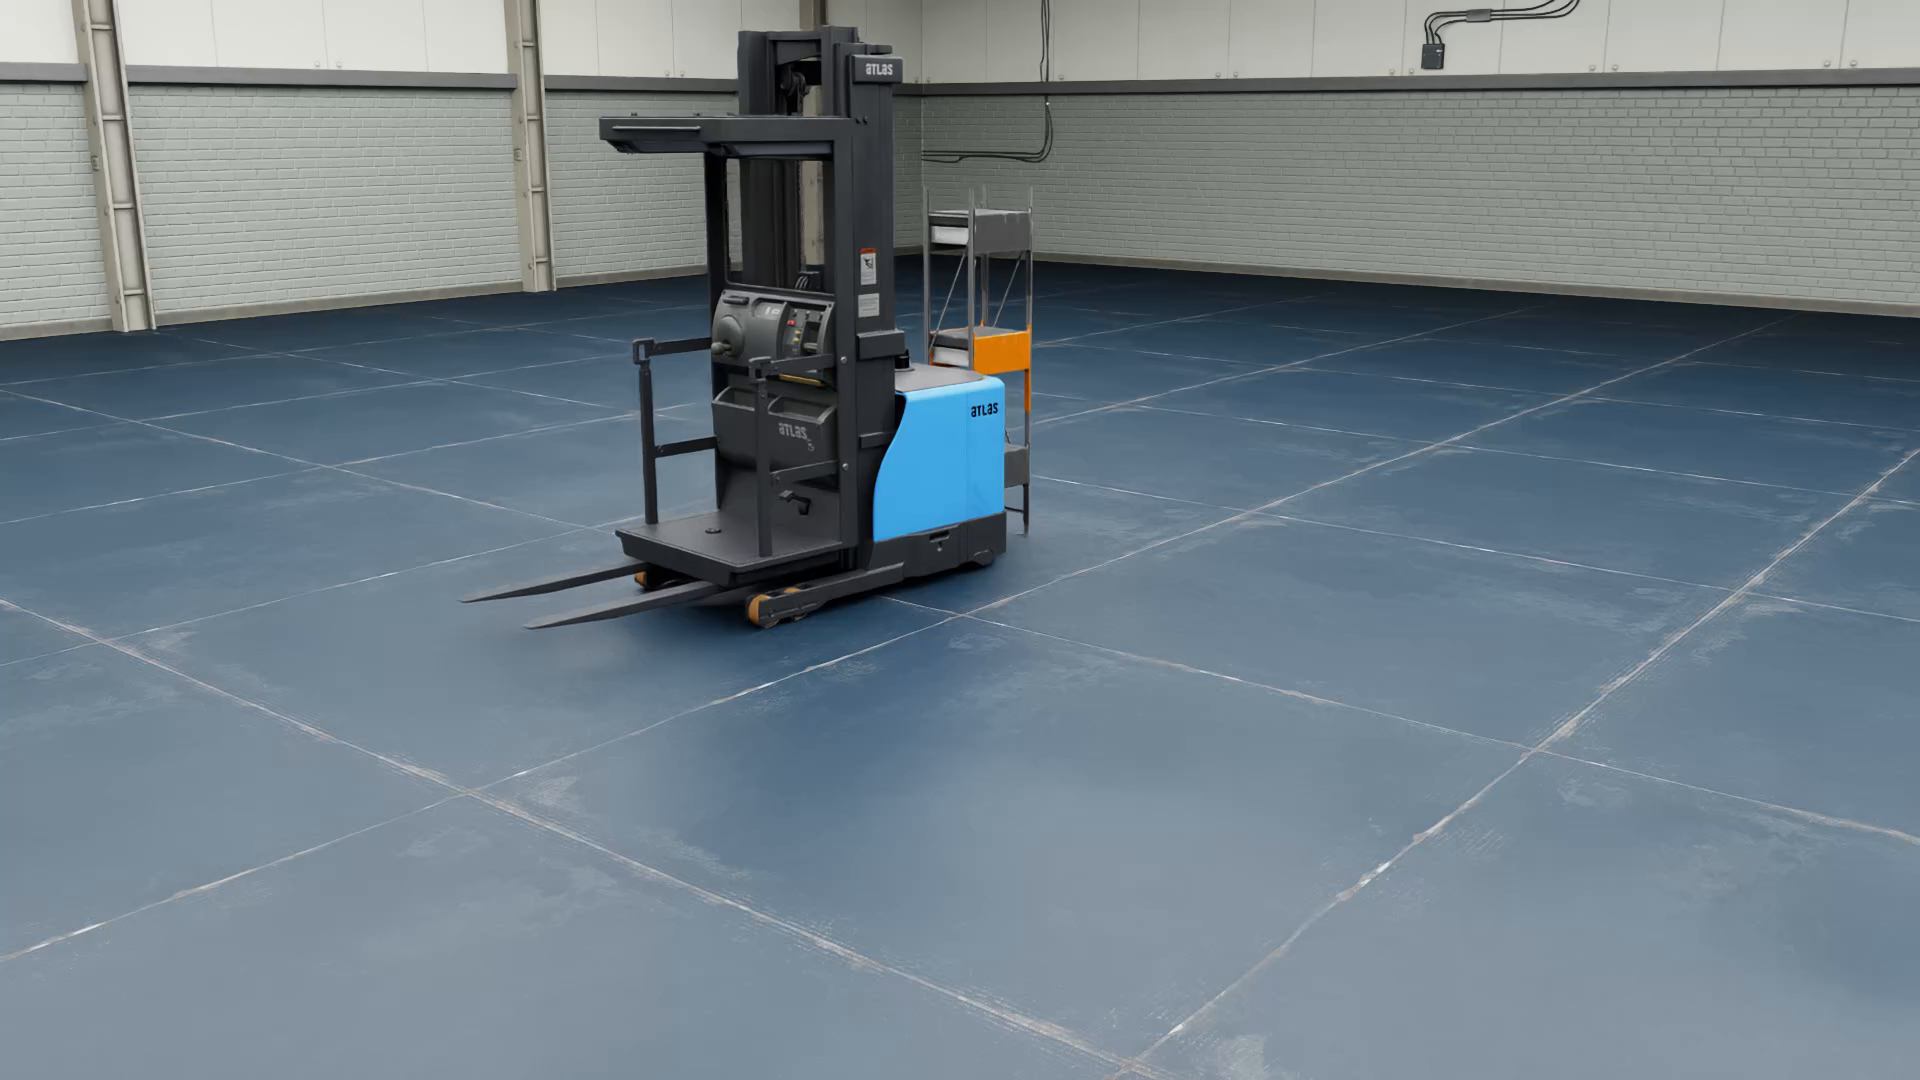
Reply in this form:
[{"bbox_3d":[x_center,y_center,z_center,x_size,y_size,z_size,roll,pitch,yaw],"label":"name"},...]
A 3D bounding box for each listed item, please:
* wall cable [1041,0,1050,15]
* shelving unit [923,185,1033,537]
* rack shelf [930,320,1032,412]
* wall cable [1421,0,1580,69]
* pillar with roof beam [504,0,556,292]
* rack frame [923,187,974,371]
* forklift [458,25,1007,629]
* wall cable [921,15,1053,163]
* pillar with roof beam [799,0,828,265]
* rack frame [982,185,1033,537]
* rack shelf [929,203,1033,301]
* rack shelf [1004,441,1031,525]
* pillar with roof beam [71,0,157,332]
[{"bbox_3d":[2.507,-10.099,27.649,3.097,2.526,0.112,11,18,38],"label":"wall cable"},{"bbox_3d":[0.107,-1.032,9.920,0.503,2.100,0.431,-14,20,-43],"label":"shelving unit"},{"bbox_3d":[0.107,-1.019,9.924,0.480,0.518,0.431,-14,20,-43],"label":"rack shelf"},{"bbox_3d":[7.777,-9.751,23.323,2.305,6.003,0.169,11,18,38],"label":"wall cable"},{"bbox_3d":[-2.900,-7.400,20.976,9.100,9.000,0.400,11,18,38],"label":"pillar with roof beam"},{"bbox_3d":[-0.066,-0.990,9.754,0.015,2.100,0.400,-14,20,-43],"label":"rack frame"},{"bbox_3d":[-1.134,-1.121,8.581,3.031,2.935,1.130,-14,20,-43],"label":"forklift"},{"bbox_3d":[0.403,-8.070,29.919,3.097,2.526,0.112,11,18,38],"label":"wall cable"},{"bbox_3d":[0.871,-8.549,25.499,9.100,9.000,0.400,11,18,38],"label":"pillar with roof beam"},{"bbox_3d":[0.281,-1.074,10.087,0.015,2.100,0.400,-14,20,-43],"label":"rack frame"},{"bbox_3d":[0.107,-1.697,9.751,0.480,0.518,0.431,-14,20,-43],"label":"rack shelf"},{"bbox_3d":[0.107,-0.340,10.096,0.480,0.518,0.431,-14,20,-43],"label":"rack shelf"},{"bbox_3d":[-6.671,-6.251,16.453,9.100,9.000,0.400,11,18,38],"label":"pillar with roof beam"}]
